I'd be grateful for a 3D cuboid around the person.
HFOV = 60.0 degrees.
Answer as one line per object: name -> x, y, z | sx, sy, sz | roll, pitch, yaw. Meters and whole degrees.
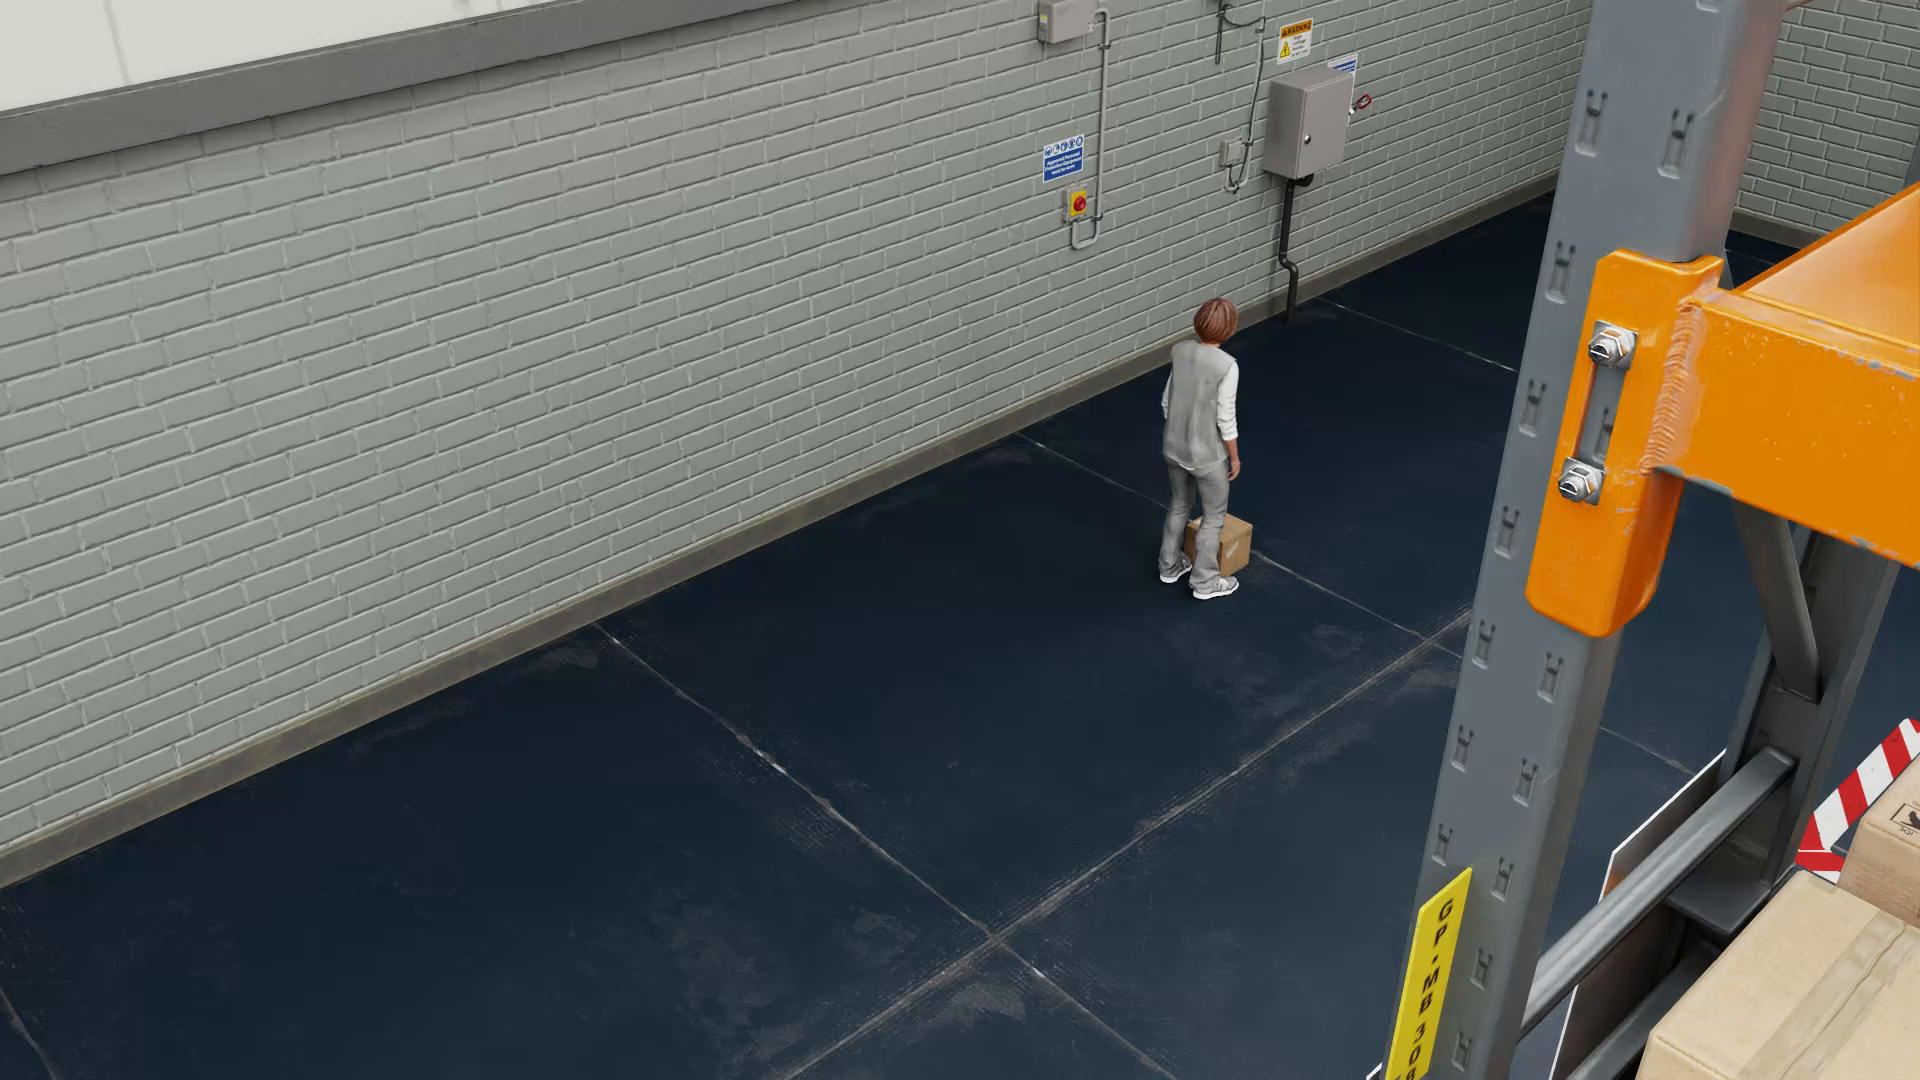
person -> 1.202, -0.450, 8.360 | 0.344, 1.593, 0.460 | -26, 40, -35
